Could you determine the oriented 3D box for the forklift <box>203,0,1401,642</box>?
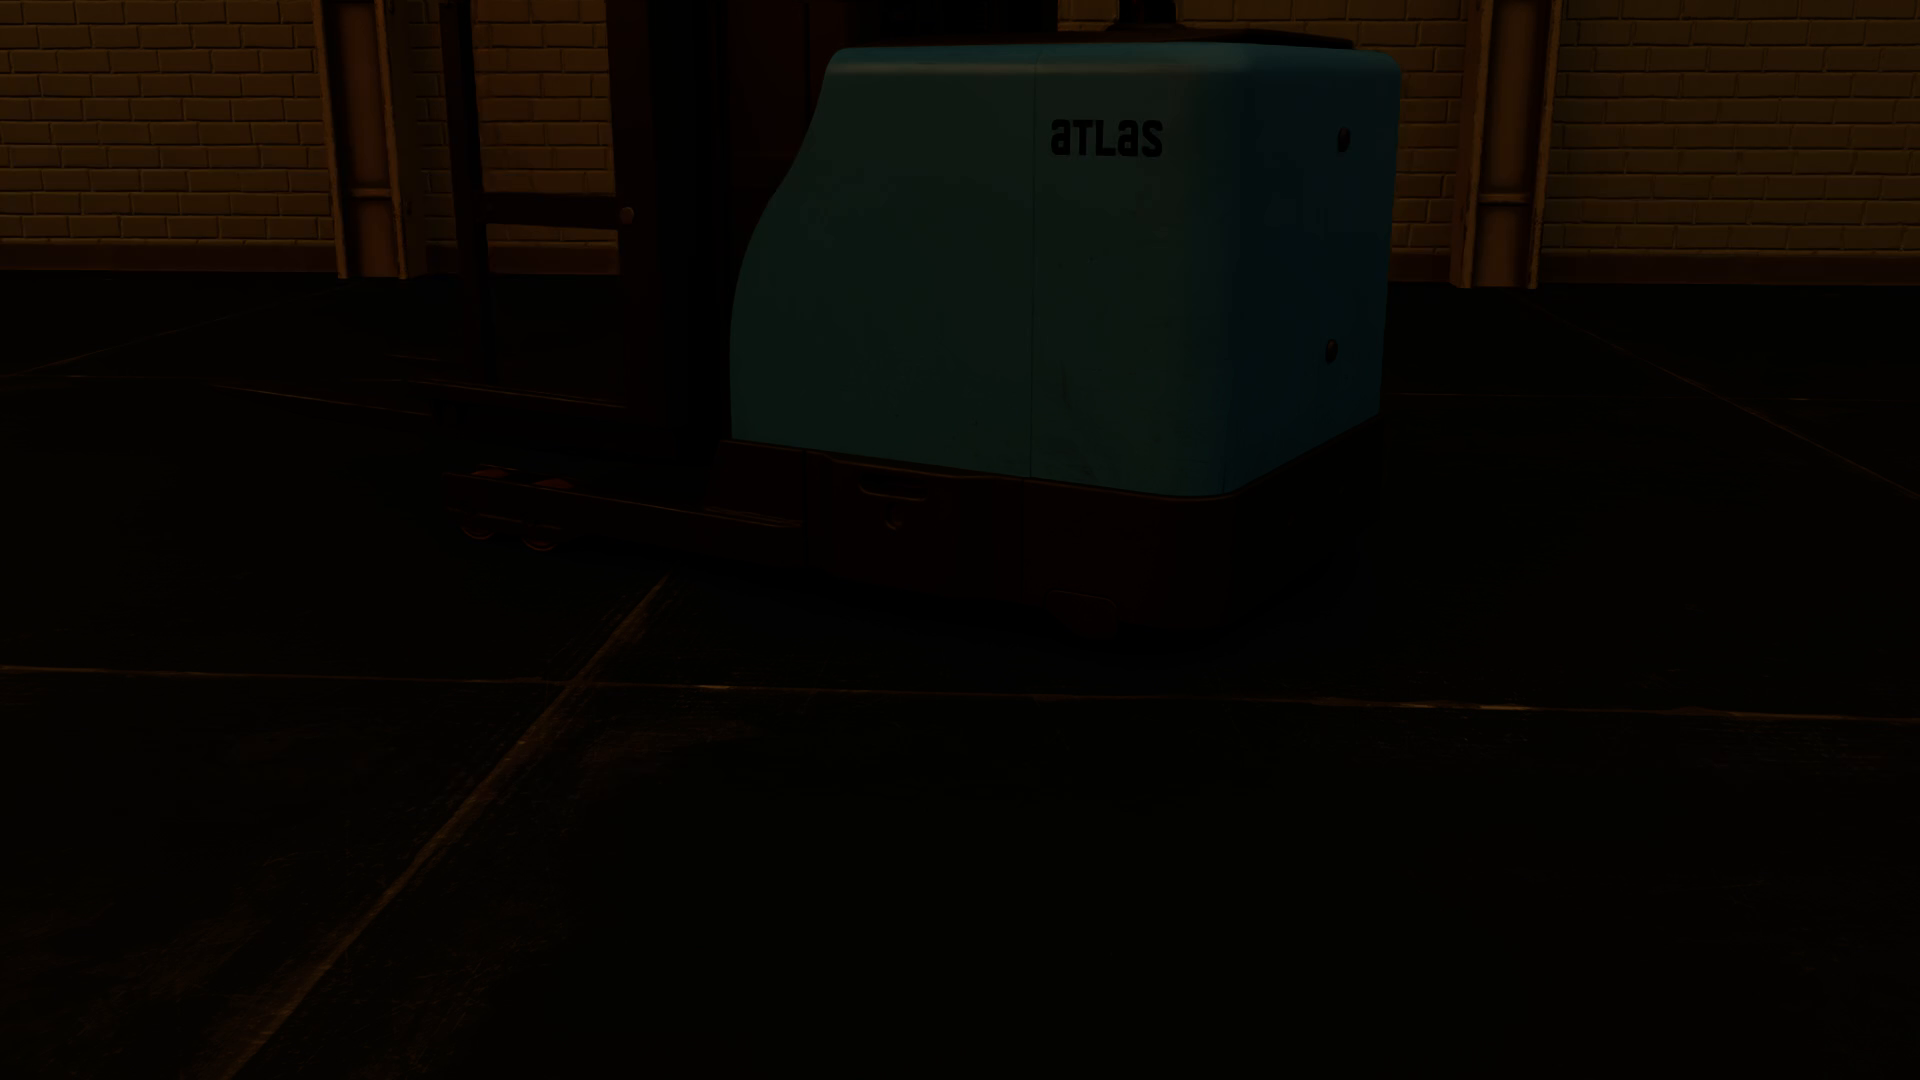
[{"bbox_3d":[-0.592,-1.495,3.726,3.031,2.935,1.130,9,18,30],"label":"forklift"}]
